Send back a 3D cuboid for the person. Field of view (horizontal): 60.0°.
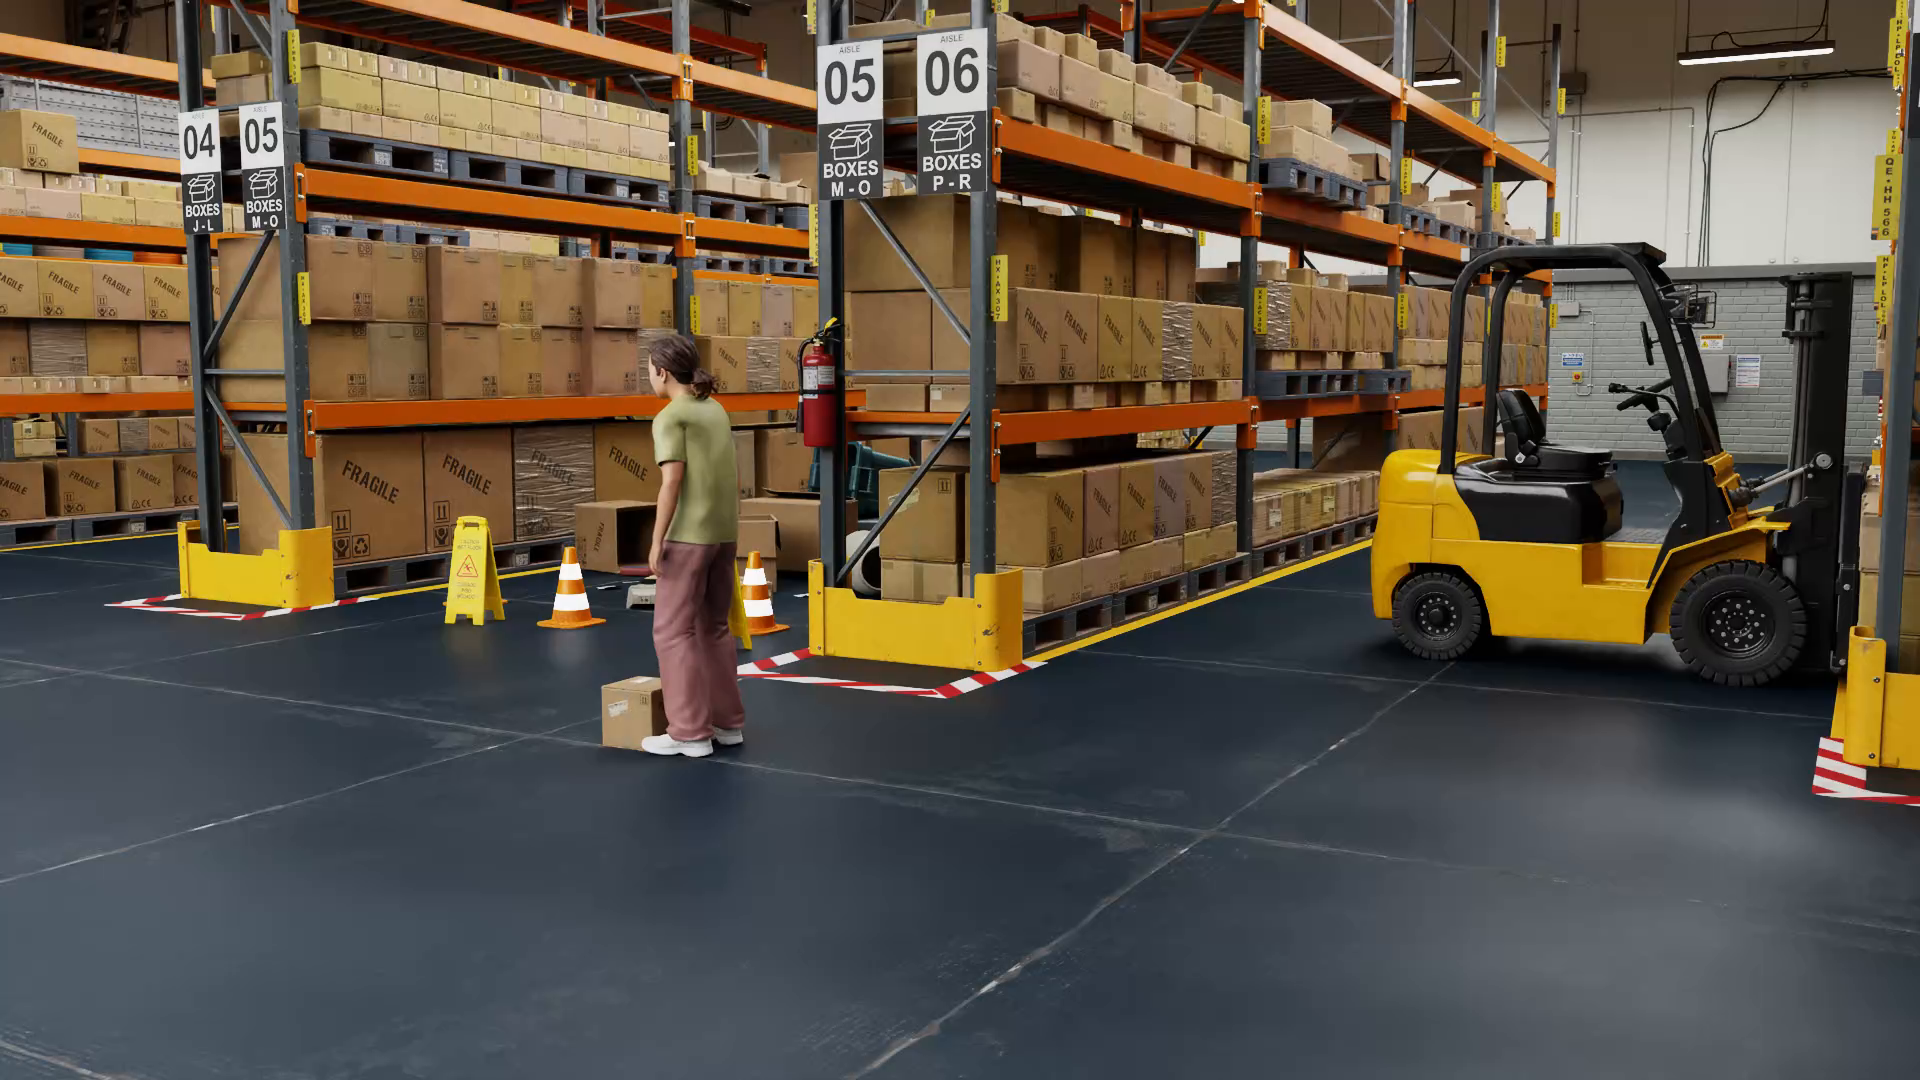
[{"bbox_3d":[-1.074,0.018,6.660,0.349,1.672,0.508,3,7,27],"label":"person"}]
